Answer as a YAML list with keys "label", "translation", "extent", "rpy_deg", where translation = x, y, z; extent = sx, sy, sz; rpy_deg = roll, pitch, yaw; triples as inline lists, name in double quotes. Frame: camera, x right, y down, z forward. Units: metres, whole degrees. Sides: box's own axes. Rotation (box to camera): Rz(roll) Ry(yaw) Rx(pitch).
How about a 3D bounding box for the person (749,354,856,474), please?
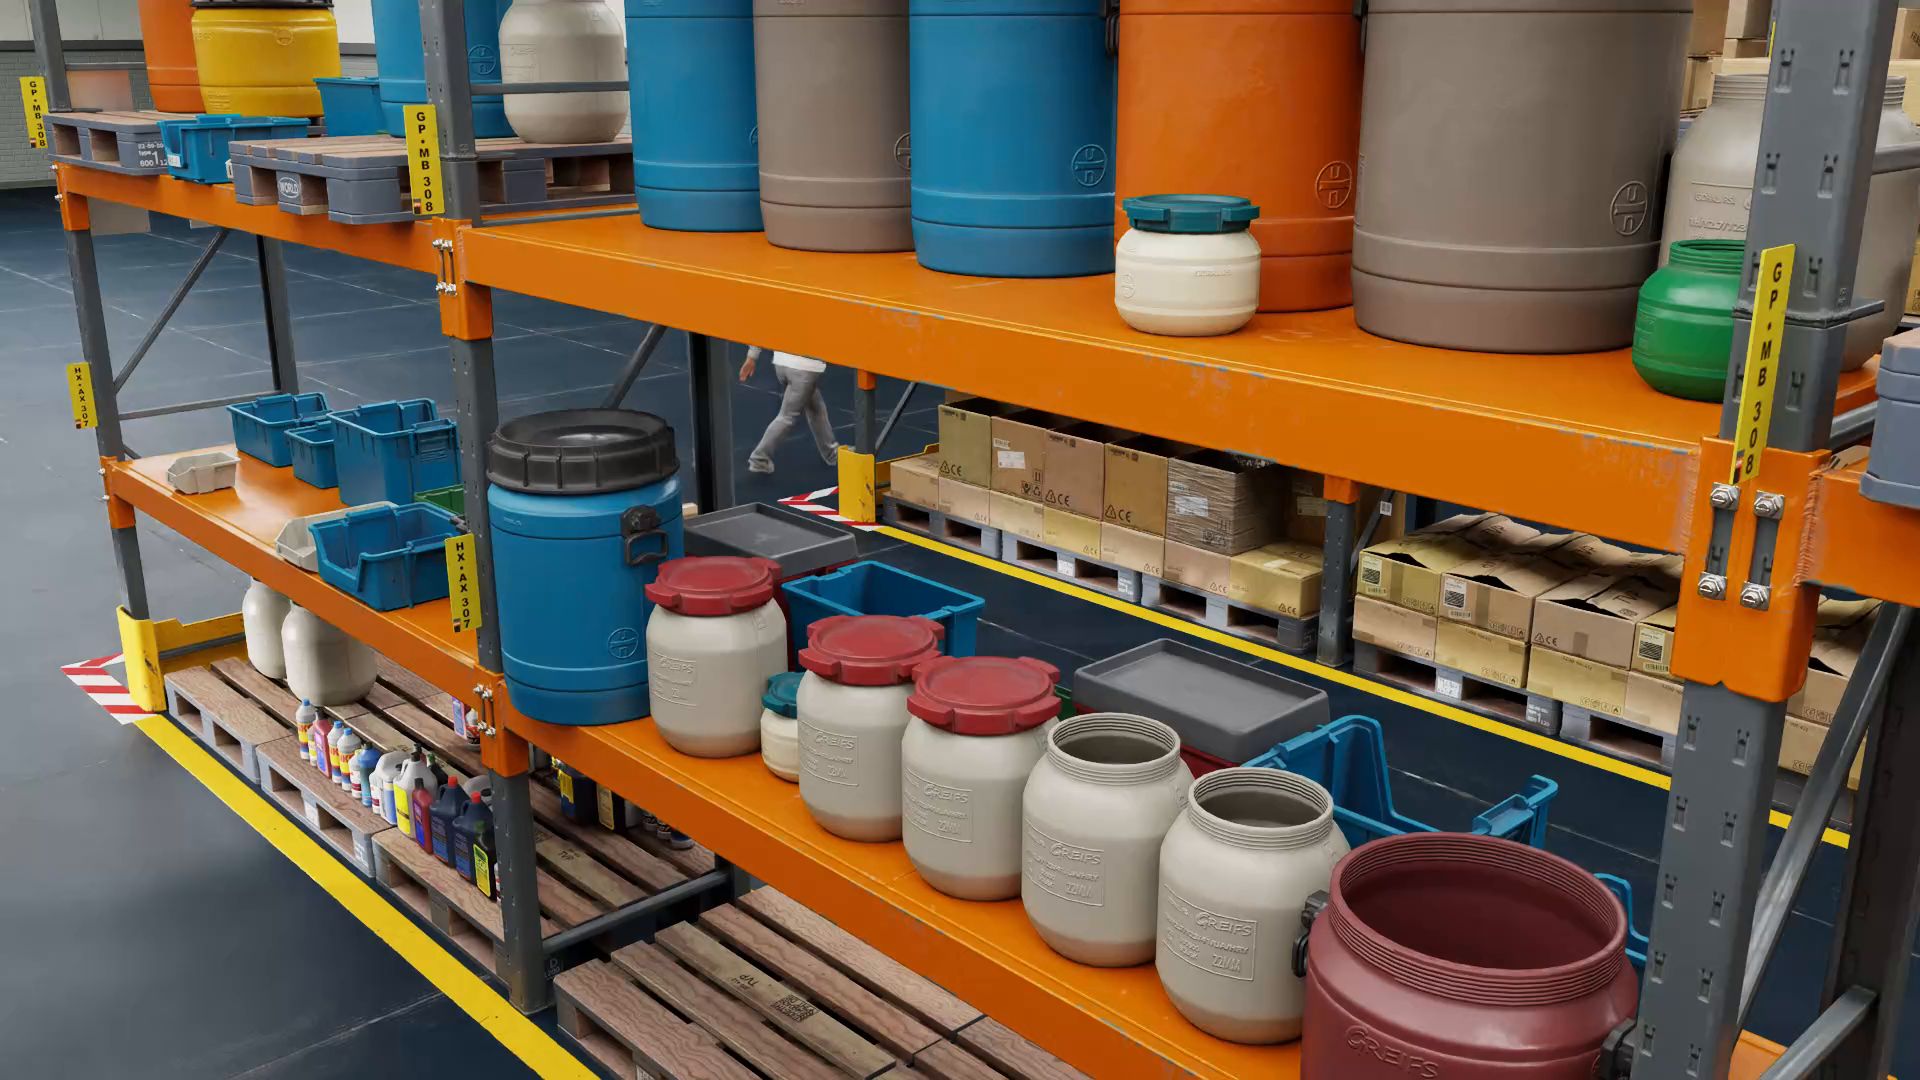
- label: "person"
  translation: [-1.224, -1.363, 12.956]
  extent: [0.450, 1.712, 1.048]
  rpy_deg: [16, 24, 42]
